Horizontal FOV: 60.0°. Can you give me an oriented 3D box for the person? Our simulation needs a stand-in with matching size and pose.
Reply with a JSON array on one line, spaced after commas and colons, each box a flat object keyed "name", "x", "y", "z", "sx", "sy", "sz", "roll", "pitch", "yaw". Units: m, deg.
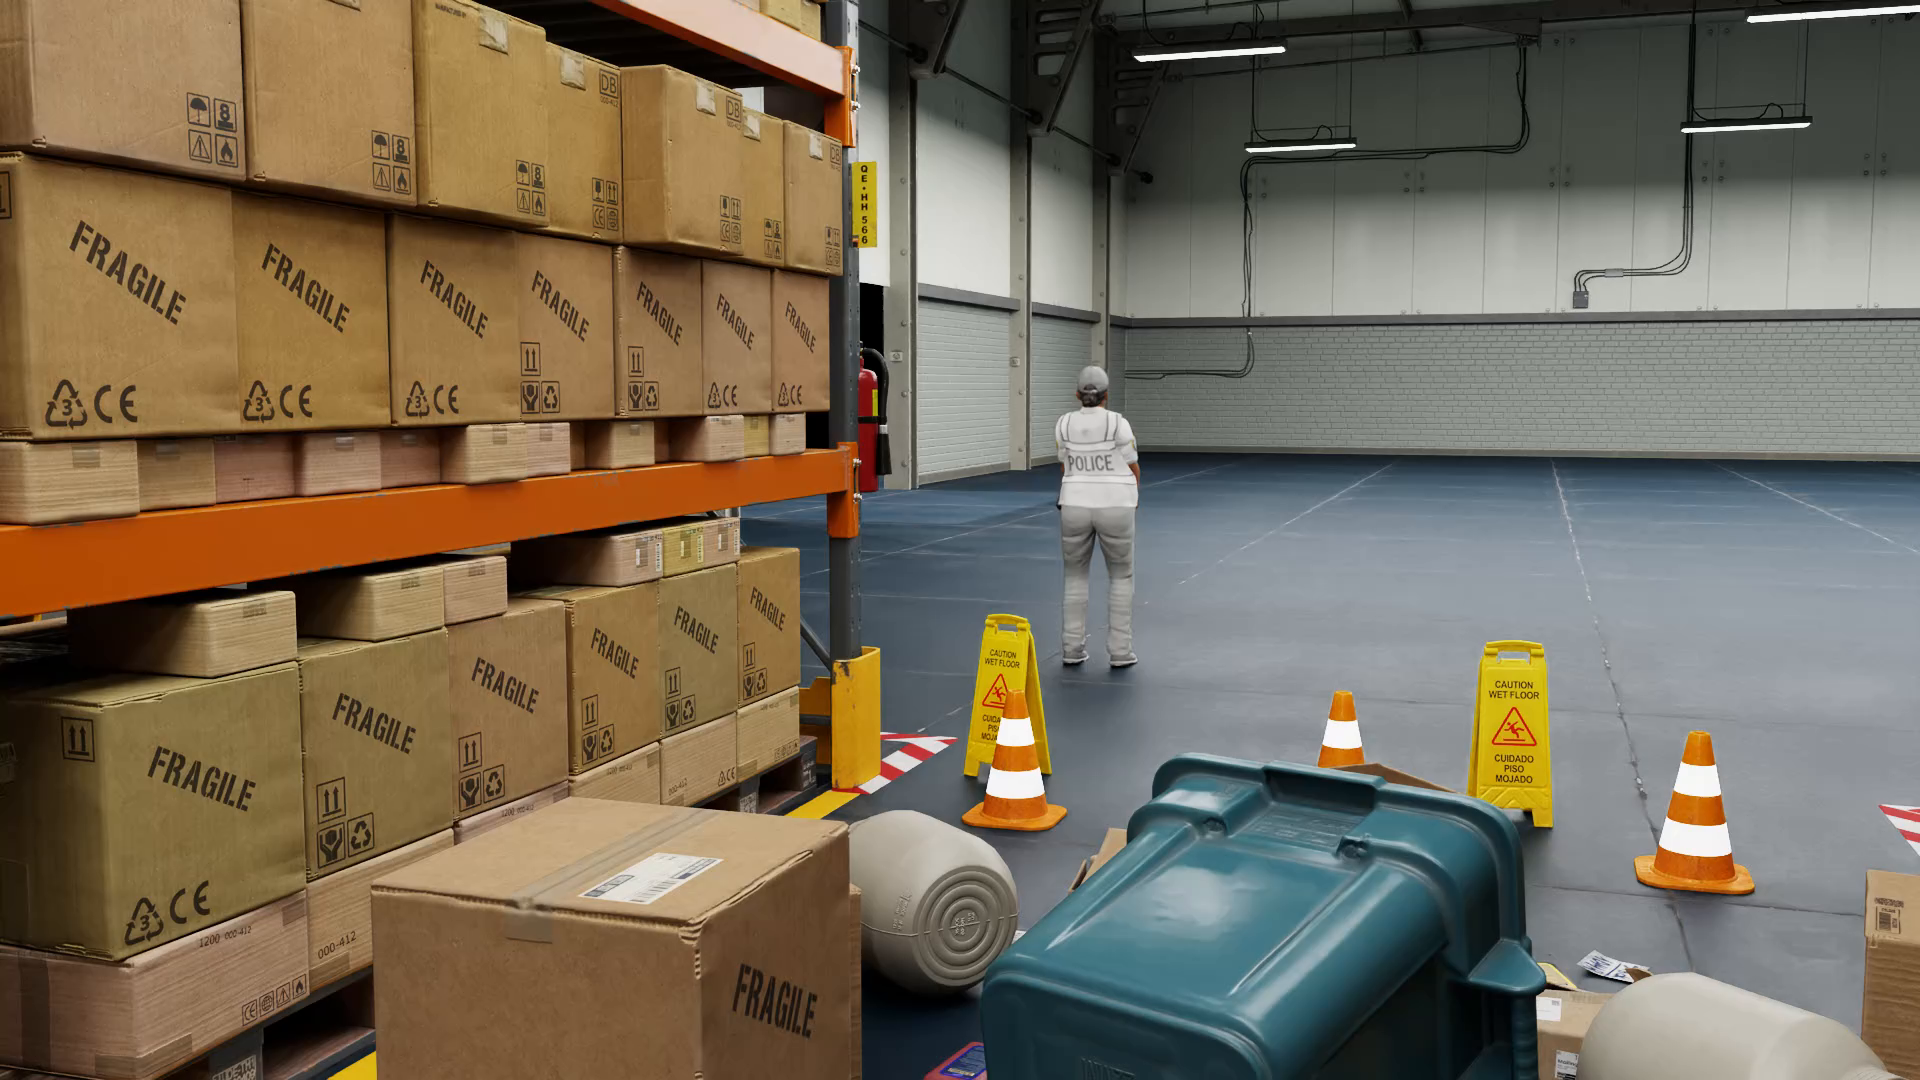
[{"name": "person", "x": 0.780, "y": -0.137, "z": 9.267, "sx": 0.452, "sy": 1.654, "sz": 0.535, "roll": 2, "pitch": 6, "yaw": 19}]
